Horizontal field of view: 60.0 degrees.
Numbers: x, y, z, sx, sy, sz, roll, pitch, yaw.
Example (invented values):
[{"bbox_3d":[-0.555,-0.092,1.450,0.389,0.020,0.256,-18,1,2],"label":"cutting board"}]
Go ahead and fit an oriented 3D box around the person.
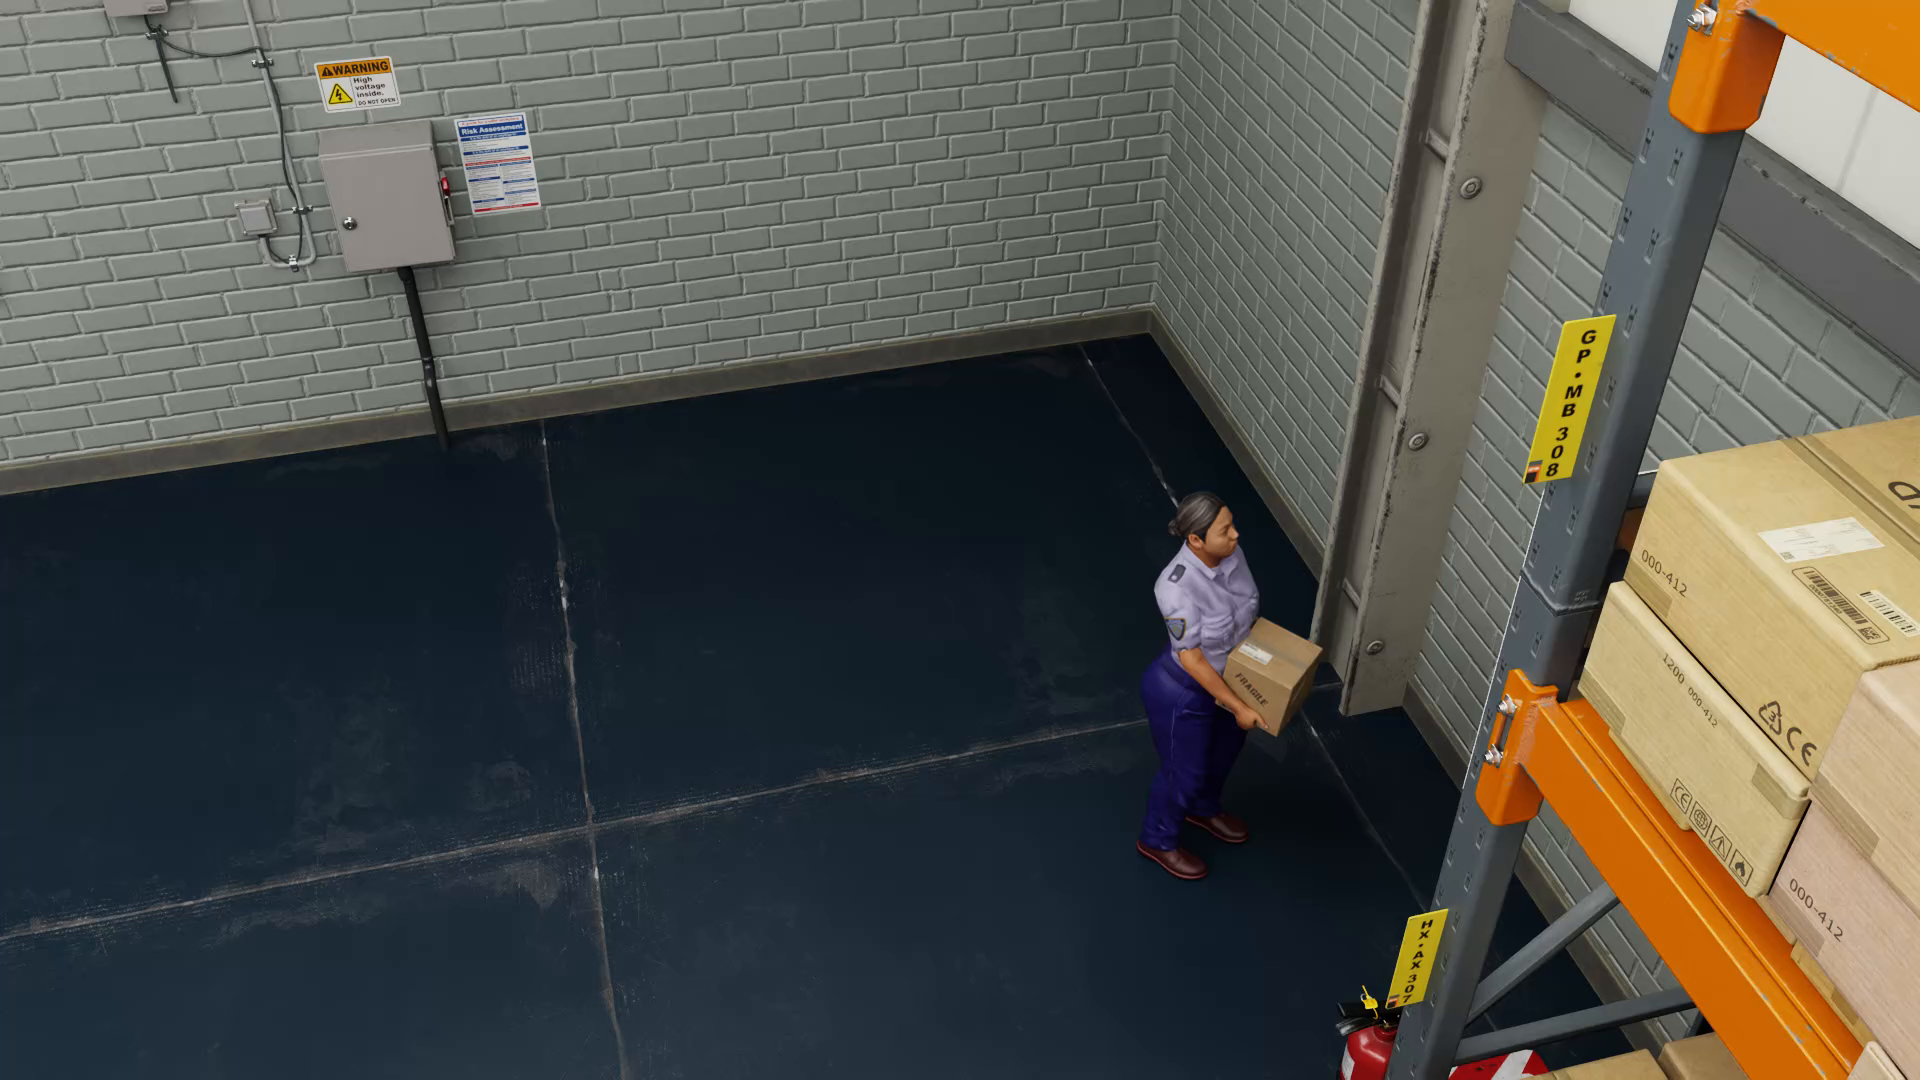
[{"bbox_3d":[0.939,0.548,6.044,0.517,1.634,0.452,23,44,26],"label":"person"}]
